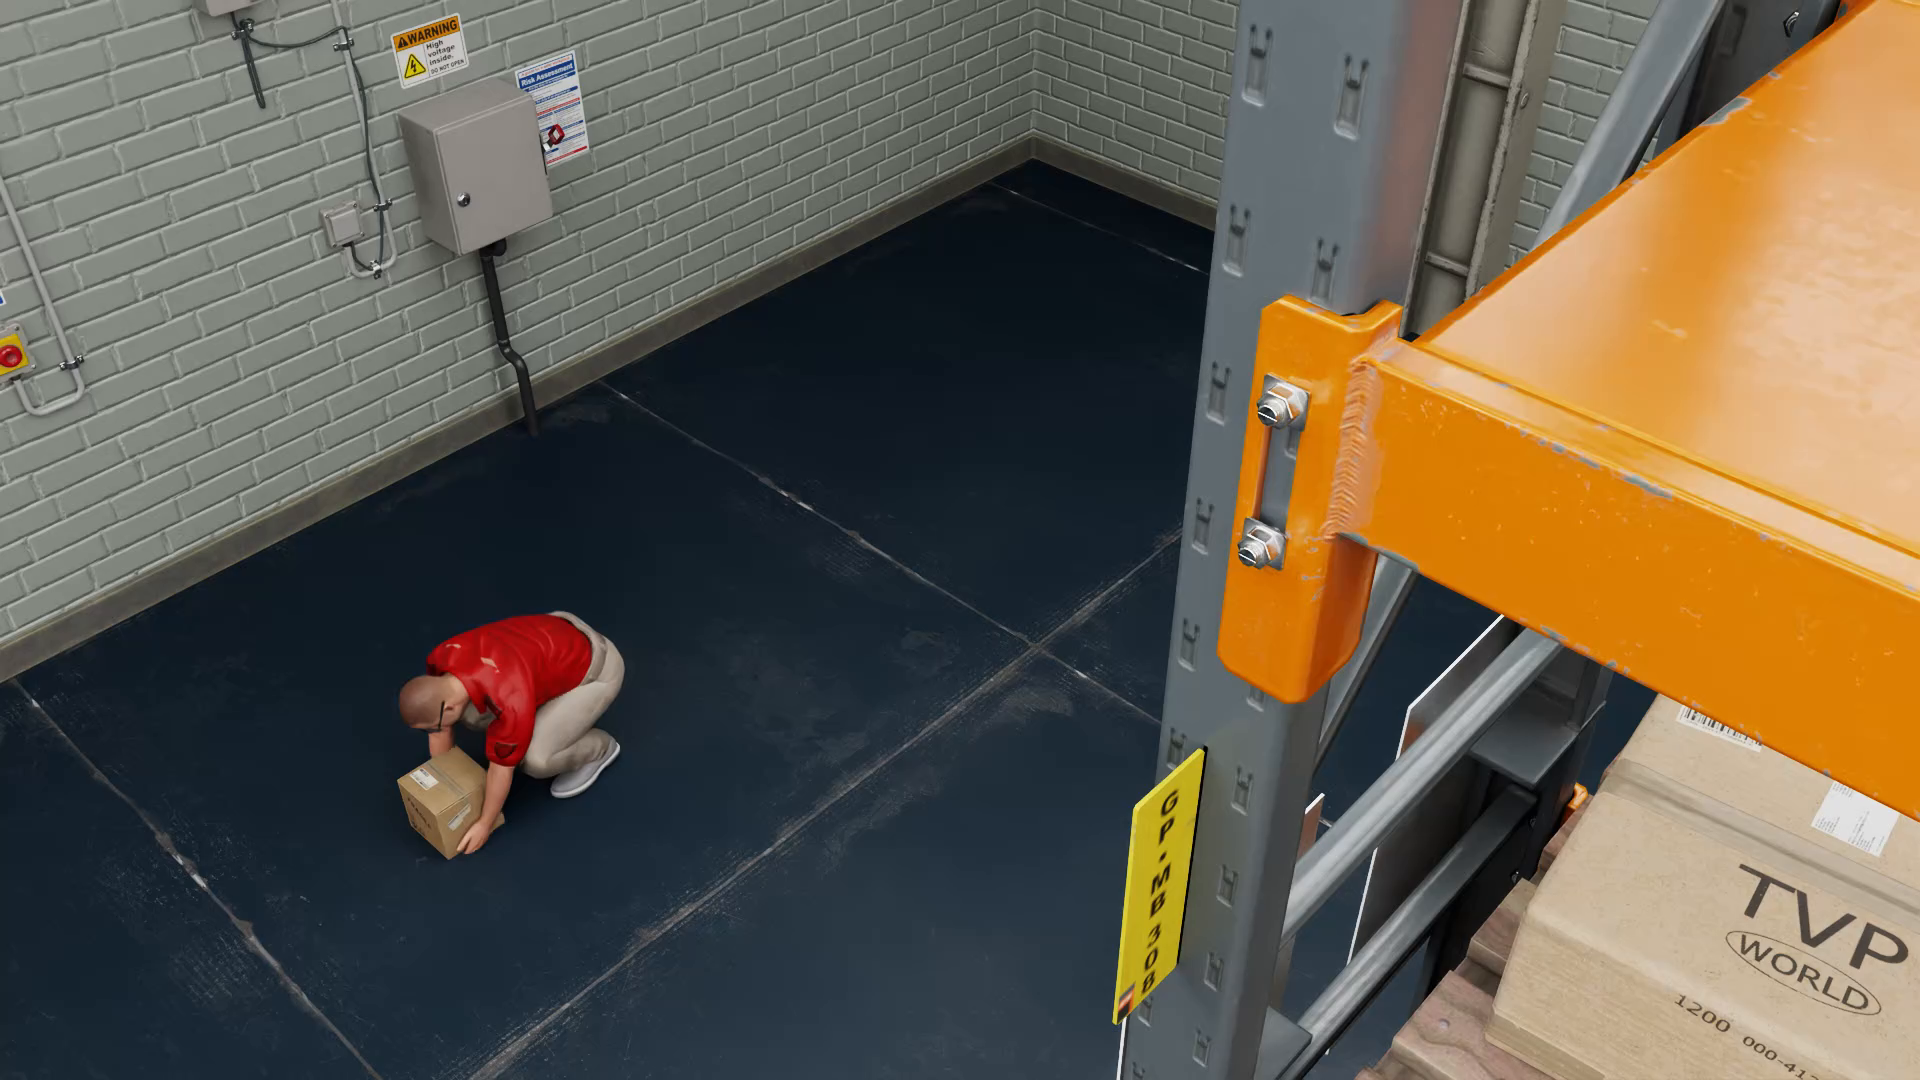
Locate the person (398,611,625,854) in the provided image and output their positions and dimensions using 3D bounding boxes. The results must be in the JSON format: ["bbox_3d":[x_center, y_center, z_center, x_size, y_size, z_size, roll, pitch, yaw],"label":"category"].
[{"bbox_3d":[-1.652,0.629,6.180,0.546,0.854,0.882,30,48,31],"label":"person"}]
